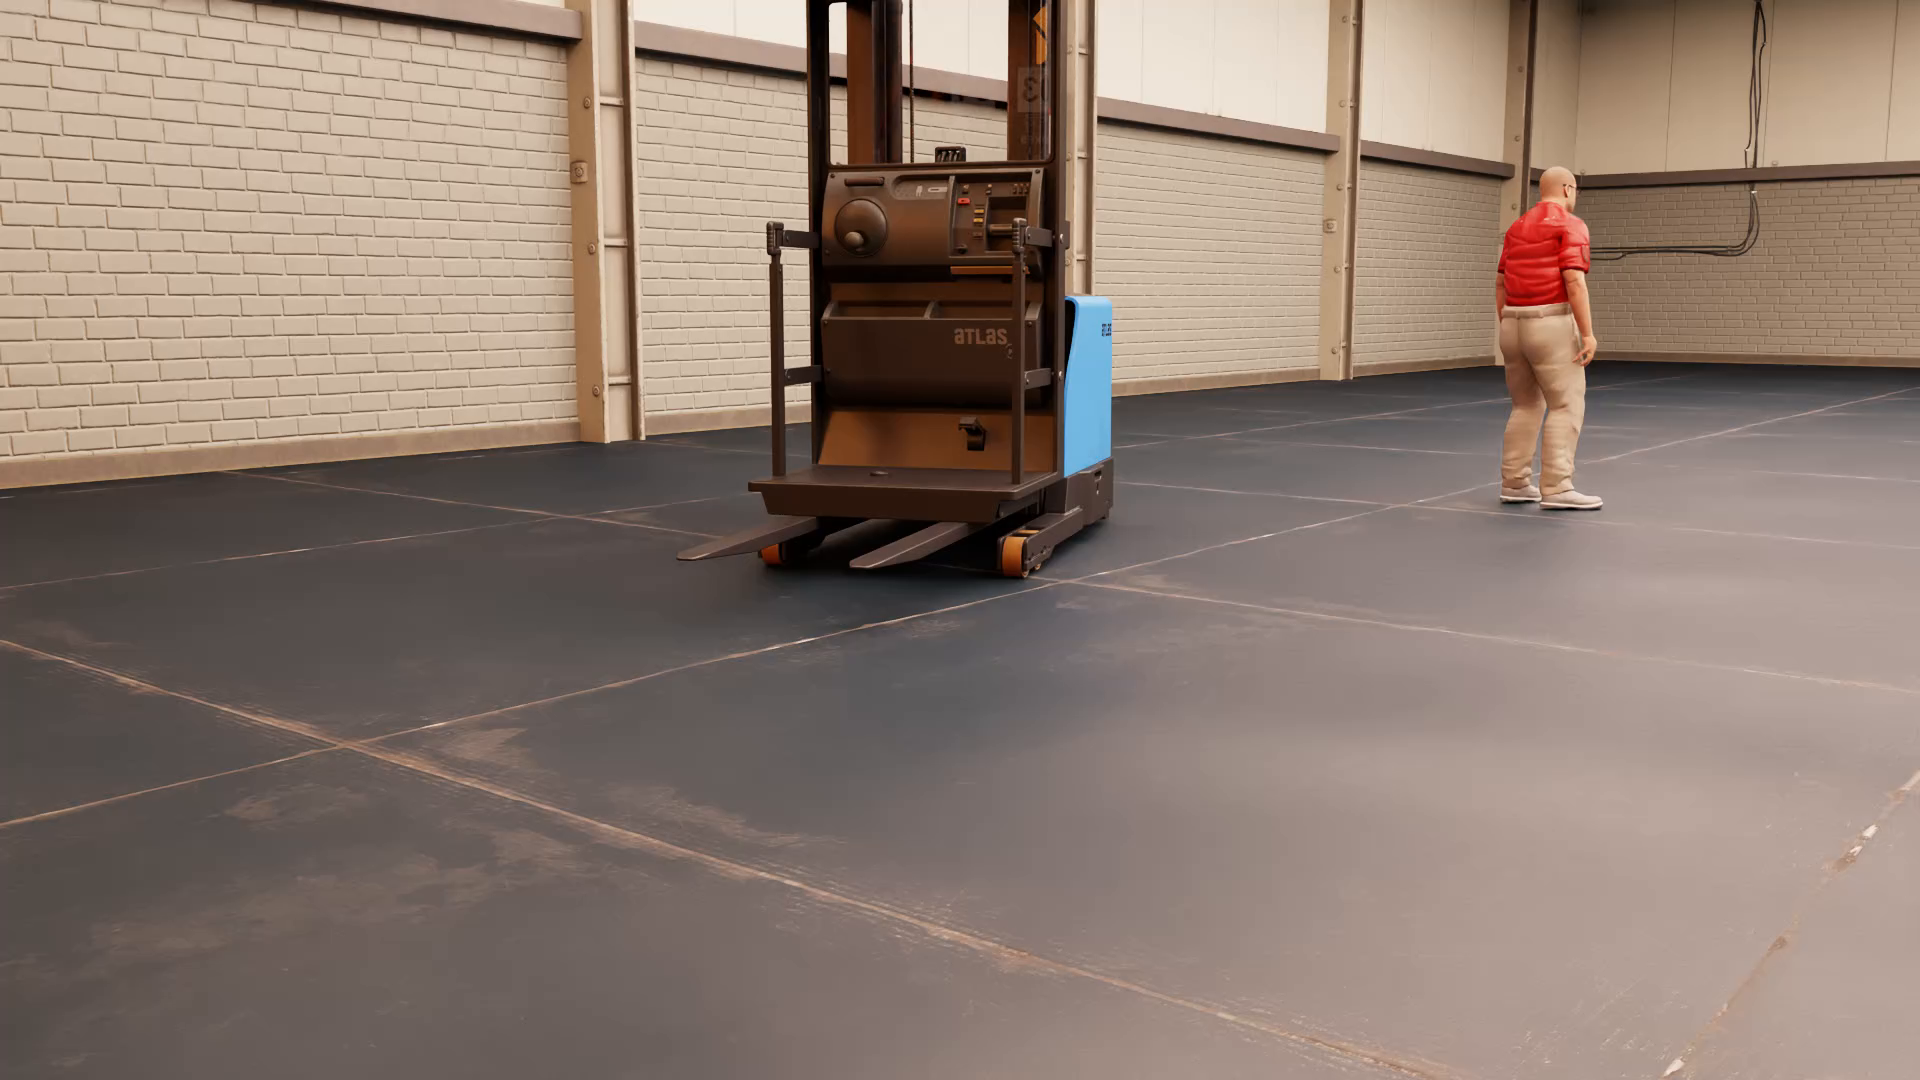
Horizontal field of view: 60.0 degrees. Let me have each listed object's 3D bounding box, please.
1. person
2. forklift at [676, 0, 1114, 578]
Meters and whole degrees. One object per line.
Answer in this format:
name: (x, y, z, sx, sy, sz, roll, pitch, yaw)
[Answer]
person: (3.011, -1.041, 8.545, 0.395, 1.727, 0.607, -4, 9, -24)
forklift: (-0.176, -1.366, 6.616, 1.130, 2.935, 3.031, 3, 9, 17)
